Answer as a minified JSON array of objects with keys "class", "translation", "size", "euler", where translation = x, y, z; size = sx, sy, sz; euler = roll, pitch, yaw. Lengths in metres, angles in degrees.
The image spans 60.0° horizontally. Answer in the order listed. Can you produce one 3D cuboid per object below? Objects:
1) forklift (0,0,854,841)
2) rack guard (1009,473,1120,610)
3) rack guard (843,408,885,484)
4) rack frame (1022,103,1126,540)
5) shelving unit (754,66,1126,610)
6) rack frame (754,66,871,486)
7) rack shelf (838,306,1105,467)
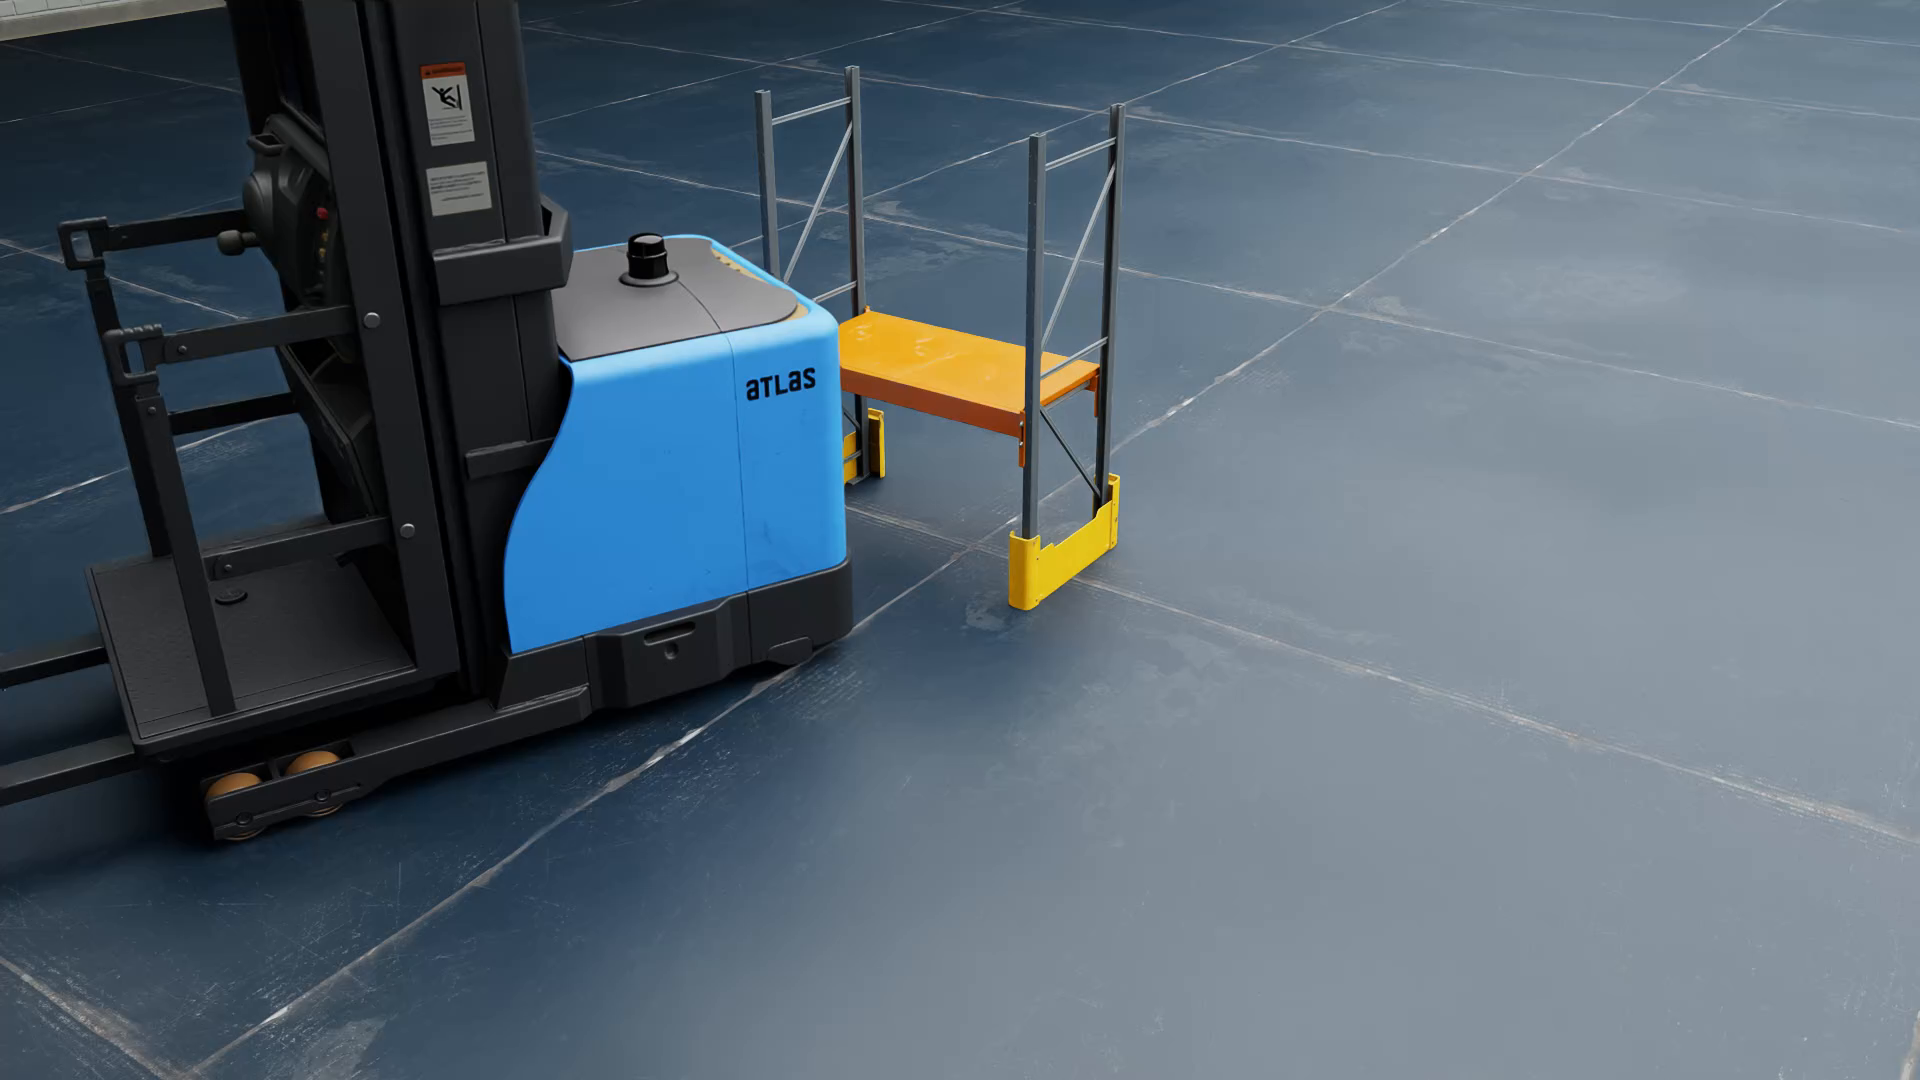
[{"class":"forklift","translation":[-1.853,-0.815,4.119],"size":[3.031,2.935,1.130],"euler":[-15,31,-27]},{"class":"rack guard","translation":[0.348,-0.003,5.480],"size":[0.087,0.250,0.587],"euler":[17,32,30]},{"class":"rack guard","translation":[-0.473,-0.259,5.983],"size":[0.087,0.250,0.587],"euler":[17,32,30]},{"class":"rack frame","translation":[0.349,-0.560,5.196],"size":[0.032,1.500,0.500],"euler":[17,32,30]},{"class":"shelving unit","translation":[-0.063,-0.688,5.448],"size":[1.083,1.500,0.587],"euler":[17,32,30]},{"class":"rack frame","translation":[-0.489,-0.821,5.709],"size":[0.032,1.500,0.500],"euler":[17,32,30]},{"class":"rack shelf","translation":[-0.070,-0.530,5.534],"size":[1.000,0.185,0.538],"euler":[17,32,30]}]
